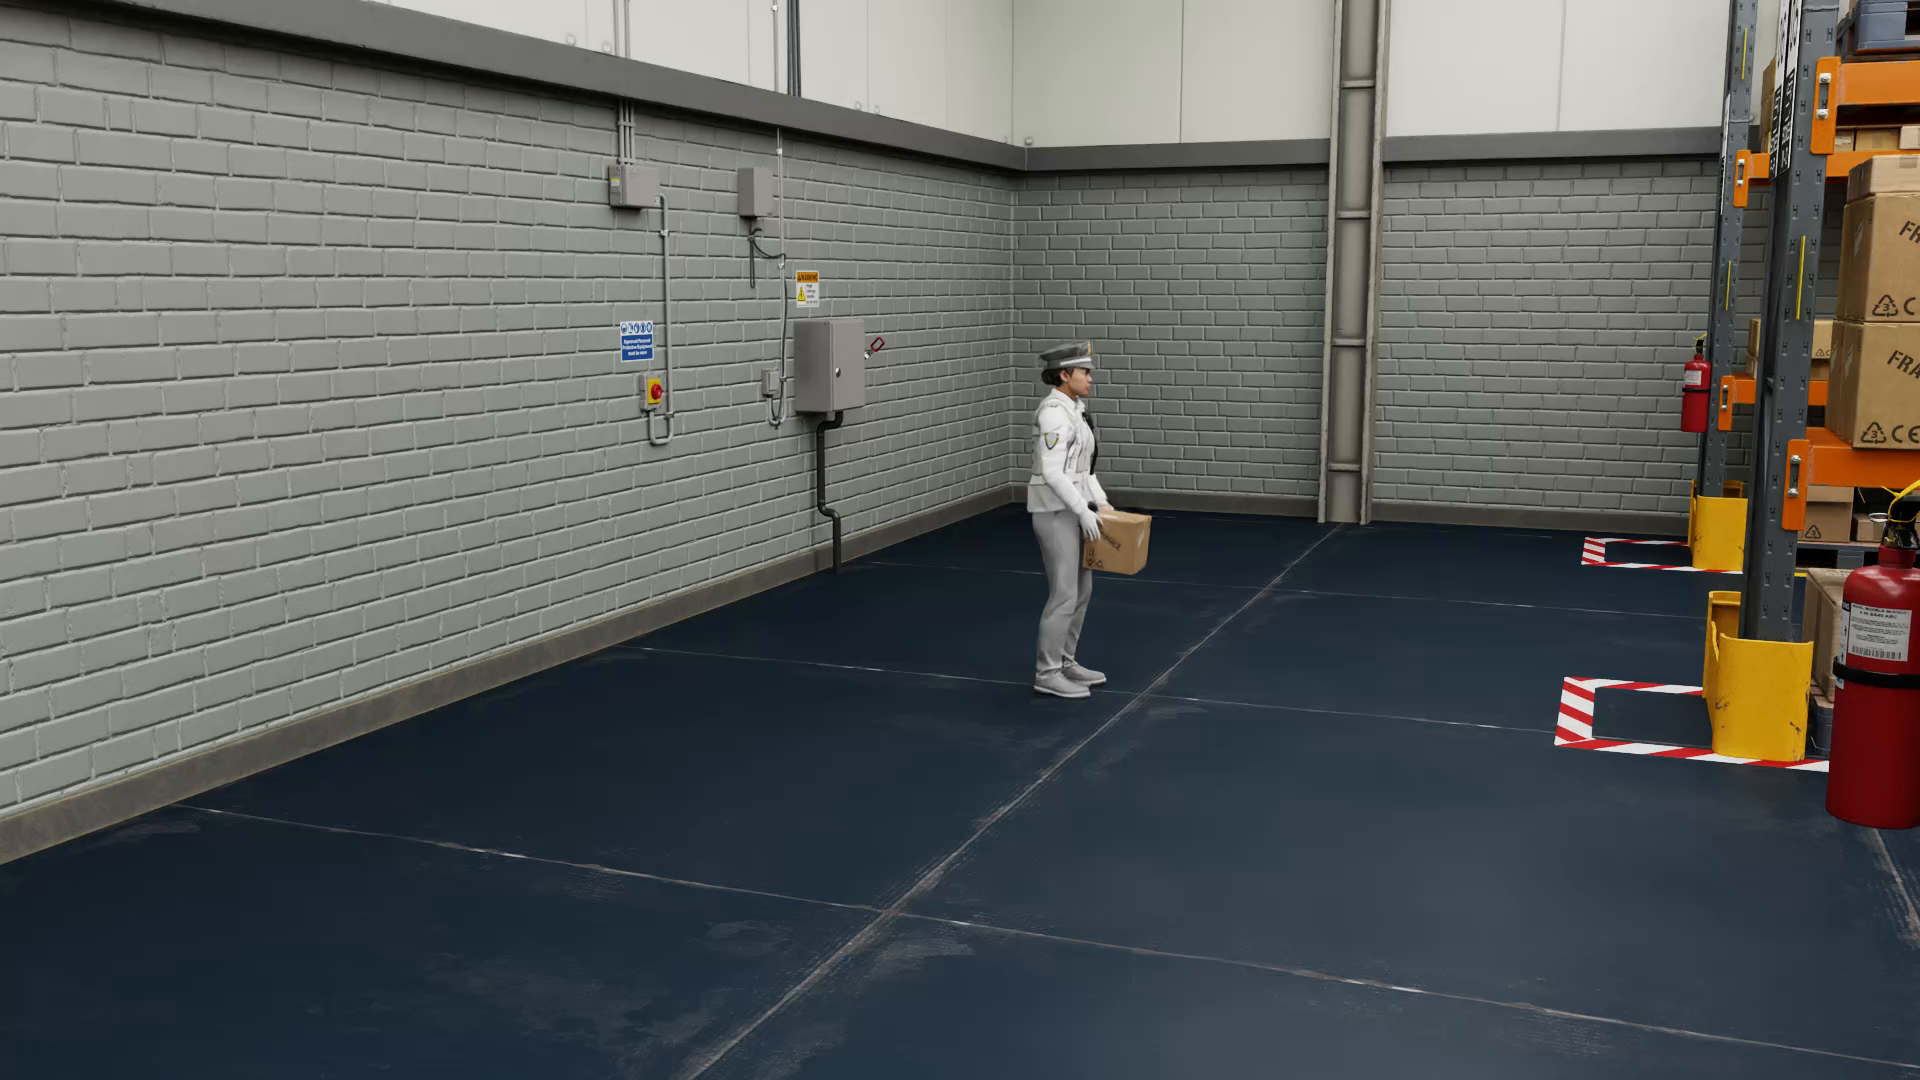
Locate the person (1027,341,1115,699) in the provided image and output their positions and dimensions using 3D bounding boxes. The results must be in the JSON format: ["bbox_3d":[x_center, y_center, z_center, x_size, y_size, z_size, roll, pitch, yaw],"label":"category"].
[{"bbox_3d":[0.532,-0.111,8.000,0.398,1.682,0.501,3,9,20],"label":"person"}]
